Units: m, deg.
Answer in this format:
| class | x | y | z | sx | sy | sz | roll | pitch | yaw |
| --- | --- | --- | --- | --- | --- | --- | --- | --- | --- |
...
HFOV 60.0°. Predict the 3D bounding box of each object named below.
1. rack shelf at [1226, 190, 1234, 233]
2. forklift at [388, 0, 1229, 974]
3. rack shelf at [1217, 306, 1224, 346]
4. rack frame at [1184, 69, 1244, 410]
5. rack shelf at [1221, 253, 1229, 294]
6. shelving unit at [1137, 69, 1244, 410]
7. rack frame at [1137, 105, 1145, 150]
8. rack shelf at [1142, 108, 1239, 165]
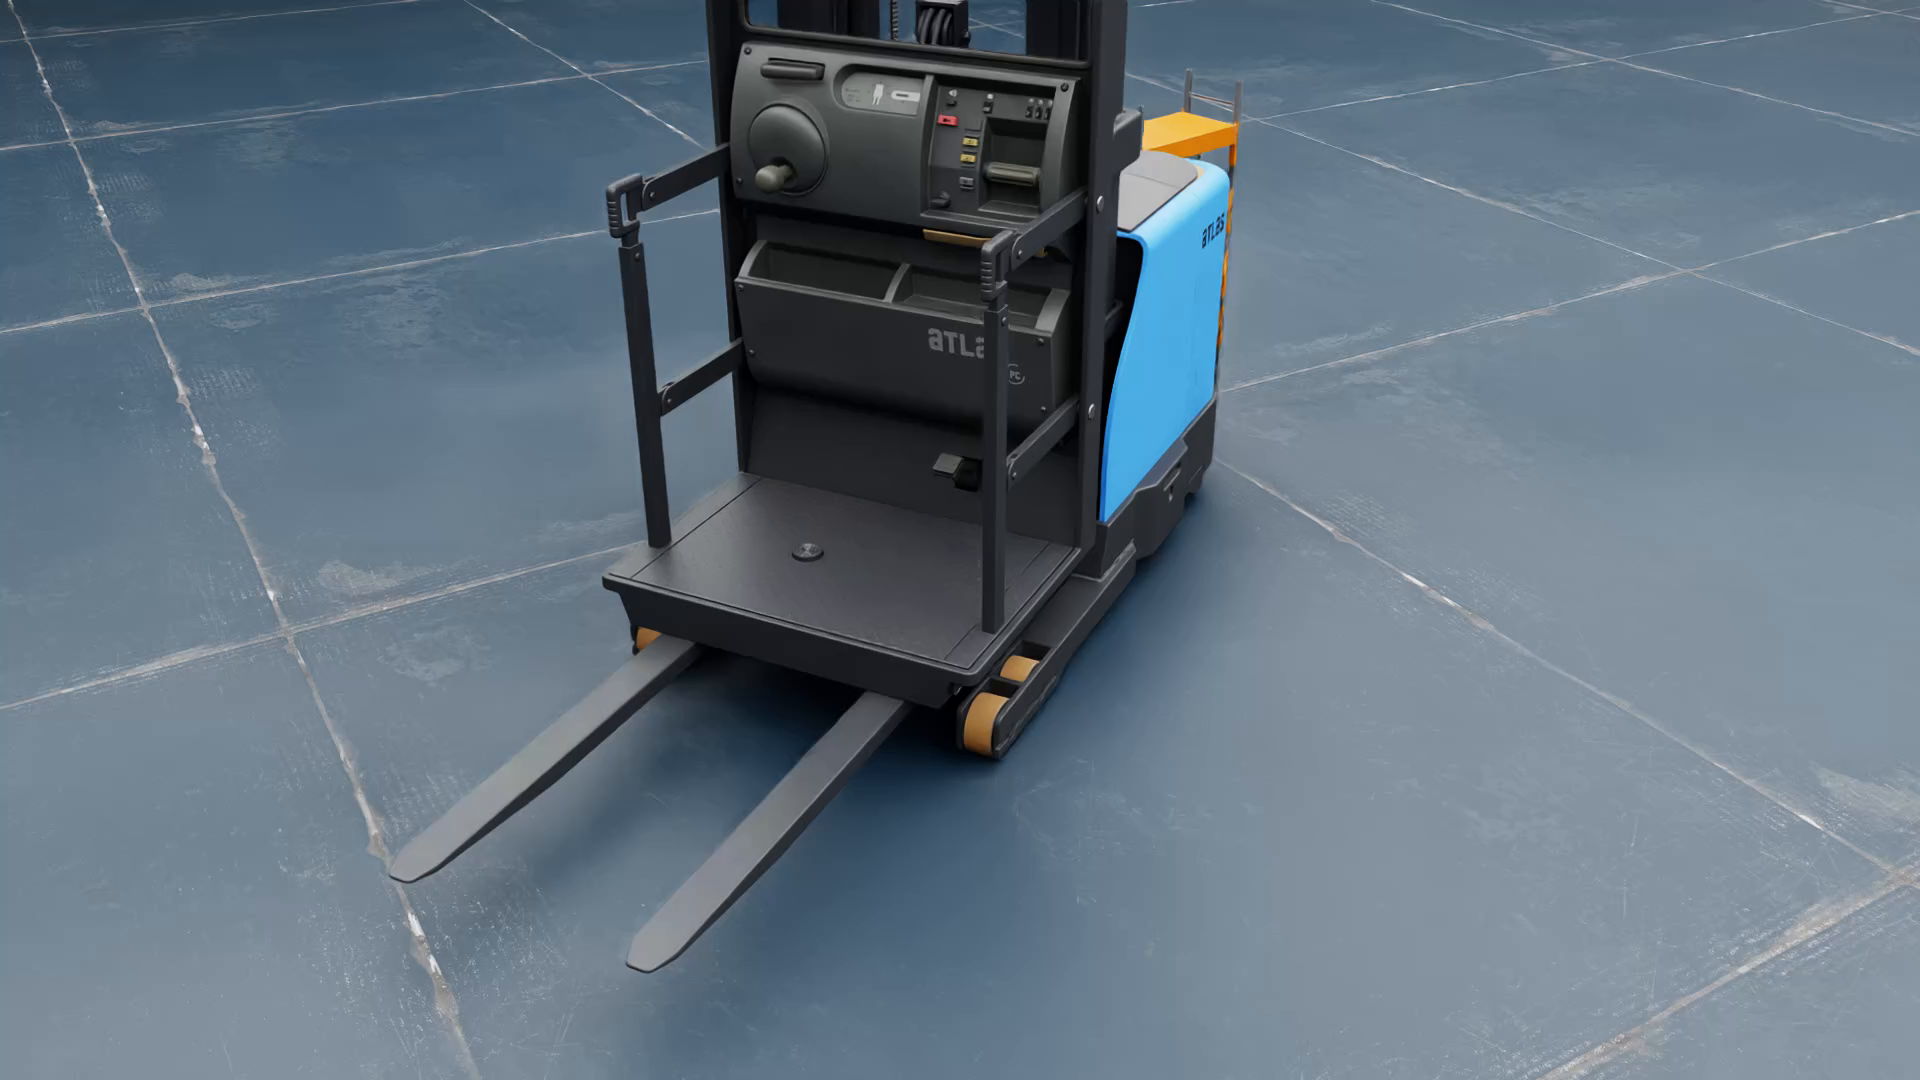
| class | x | y | z | sx | sy | sz | roll | pitch | yaw |
| --- | --- | --- | --- | --- | --- | --- | --- | --- | --- |
| rack shelf | 0.678 | -1.100 | 5.678 | 0.480 | 0.148 | 0.258 | -24 | 37 | -36 |
| forklift | -0.250 | -0.970 | 3.974 | 1.130 | 2.935 | 3.031 | 13 | 32 | 22 |
| rack shelf | 0.678 | -0.731 | 5.882 | 0.480 | 0.148 | 0.258 | -24 | 37 | -36 |
| rack frame | 0.858 | -1.043 | 5.898 | 0.015 | 1.200 | 0.240 | -24 | 37 | -36 |
| rack shelf | 0.678 | -0.905 | 5.786 | 0.480 | 0.148 | 0.258 | -24 | 37 | -36 |
| shelving unit | 0.678 | -0.963 | 5.754 | 0.503 | 1.200 | 0.258 | -24 | 37 | -36 |
| rack frame | 0.497 | -0.884 | 5.610 | 0.015 | 1.200 | 0.240 | -24 | 37 | -36 |
| rack shelf | 0.678 | -1.307 | 5.564 | 0.480 | 0.148 | 0.258 | -24 | 37 | -36 |
